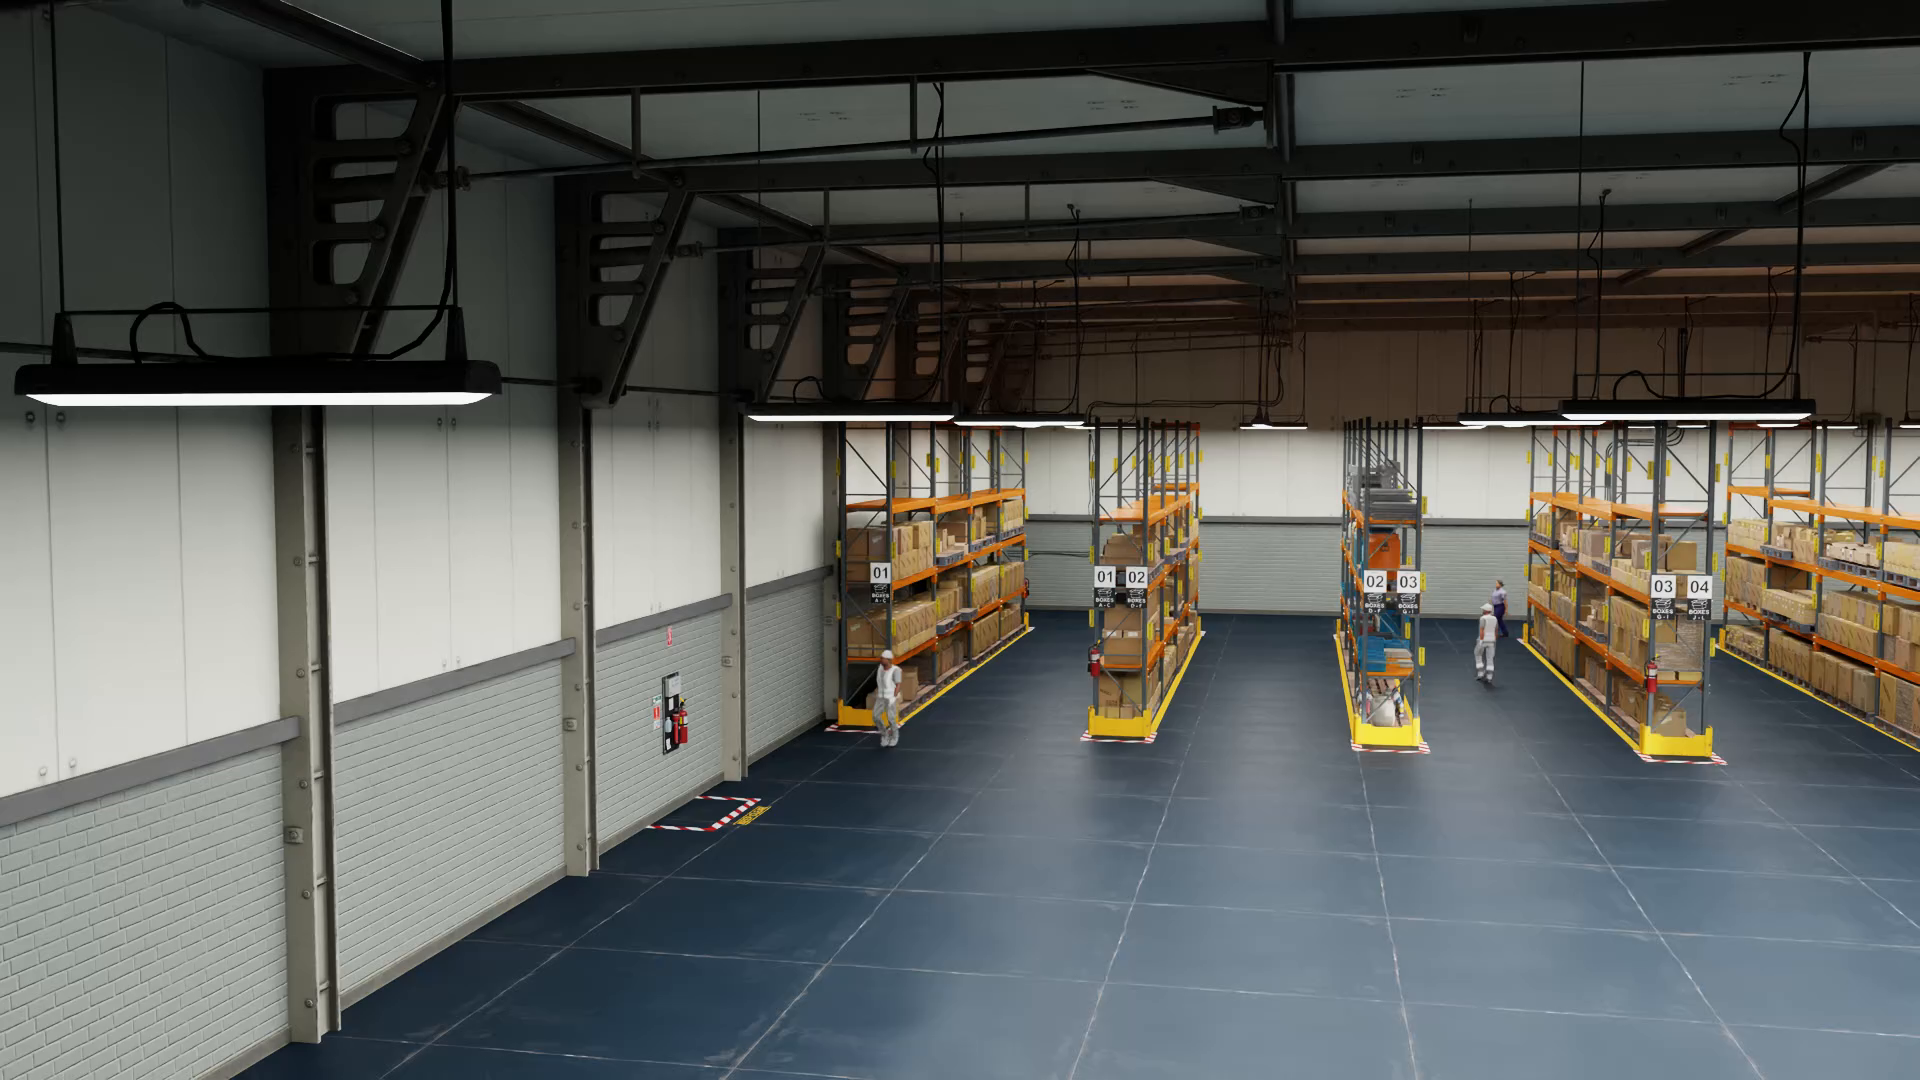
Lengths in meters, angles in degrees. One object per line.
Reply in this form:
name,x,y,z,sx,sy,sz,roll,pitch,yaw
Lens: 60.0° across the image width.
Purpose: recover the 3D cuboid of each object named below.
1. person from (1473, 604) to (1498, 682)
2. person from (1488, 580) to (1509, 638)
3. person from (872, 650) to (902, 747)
person,12.097,2.369,38.091,0.510,1.807,0.543,0,4,0
person,14.844,1.914,46.099,0.831,1.628,0.504,0,4,-3
person,-1.336,2.903,30.273,0.653,1.803,0.518,3,5,36
